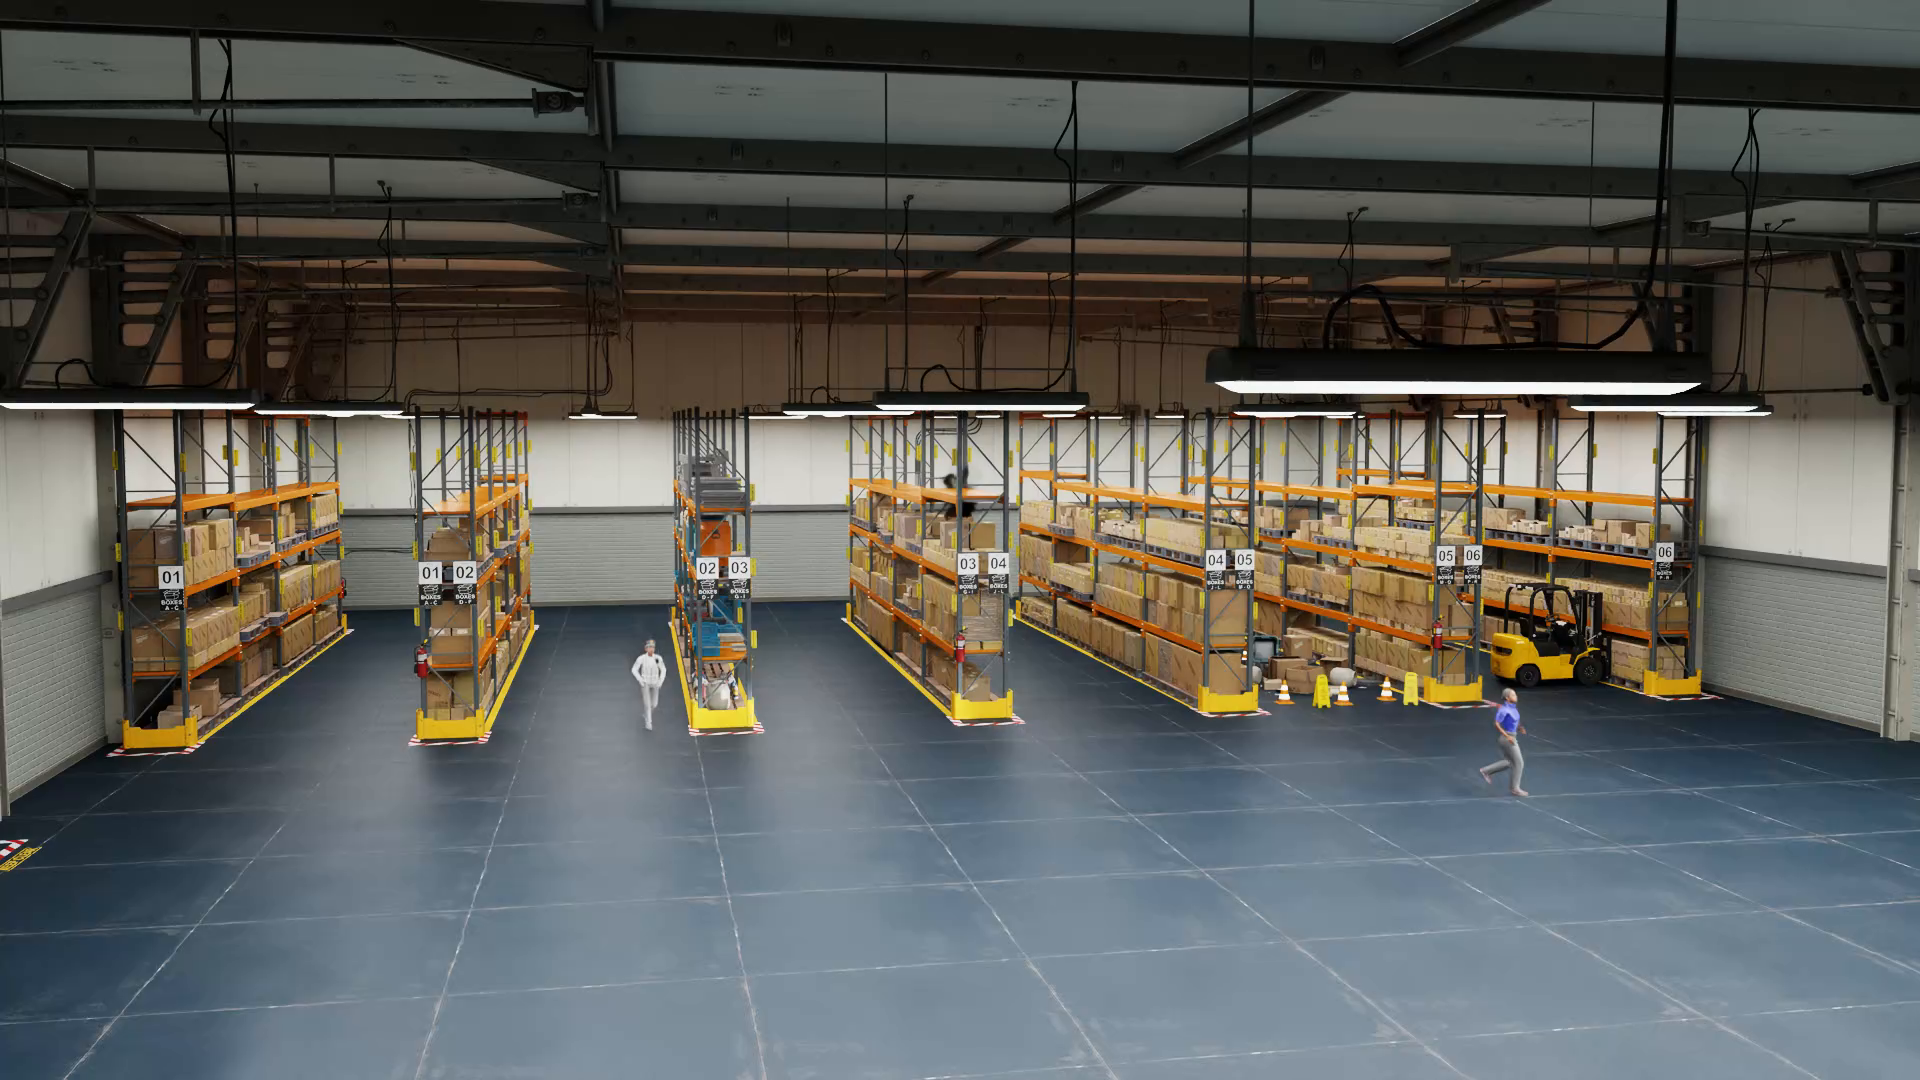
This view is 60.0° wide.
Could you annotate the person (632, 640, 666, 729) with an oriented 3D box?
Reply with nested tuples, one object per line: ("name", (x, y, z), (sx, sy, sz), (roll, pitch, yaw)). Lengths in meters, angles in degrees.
("person", (-5.844, 2.697, 31.236), (0.650, 1.671, 0.615), (-2, 4, -24))

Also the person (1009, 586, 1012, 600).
("person", (1.127, 1.736, 44.765), (0.570, 1.627, 0.570), (-1, 4, -12))

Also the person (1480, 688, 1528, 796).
("person", (8.416, 3.097, 25.628), (0.684, 1.649, 0.576), (2, 5, 26))
